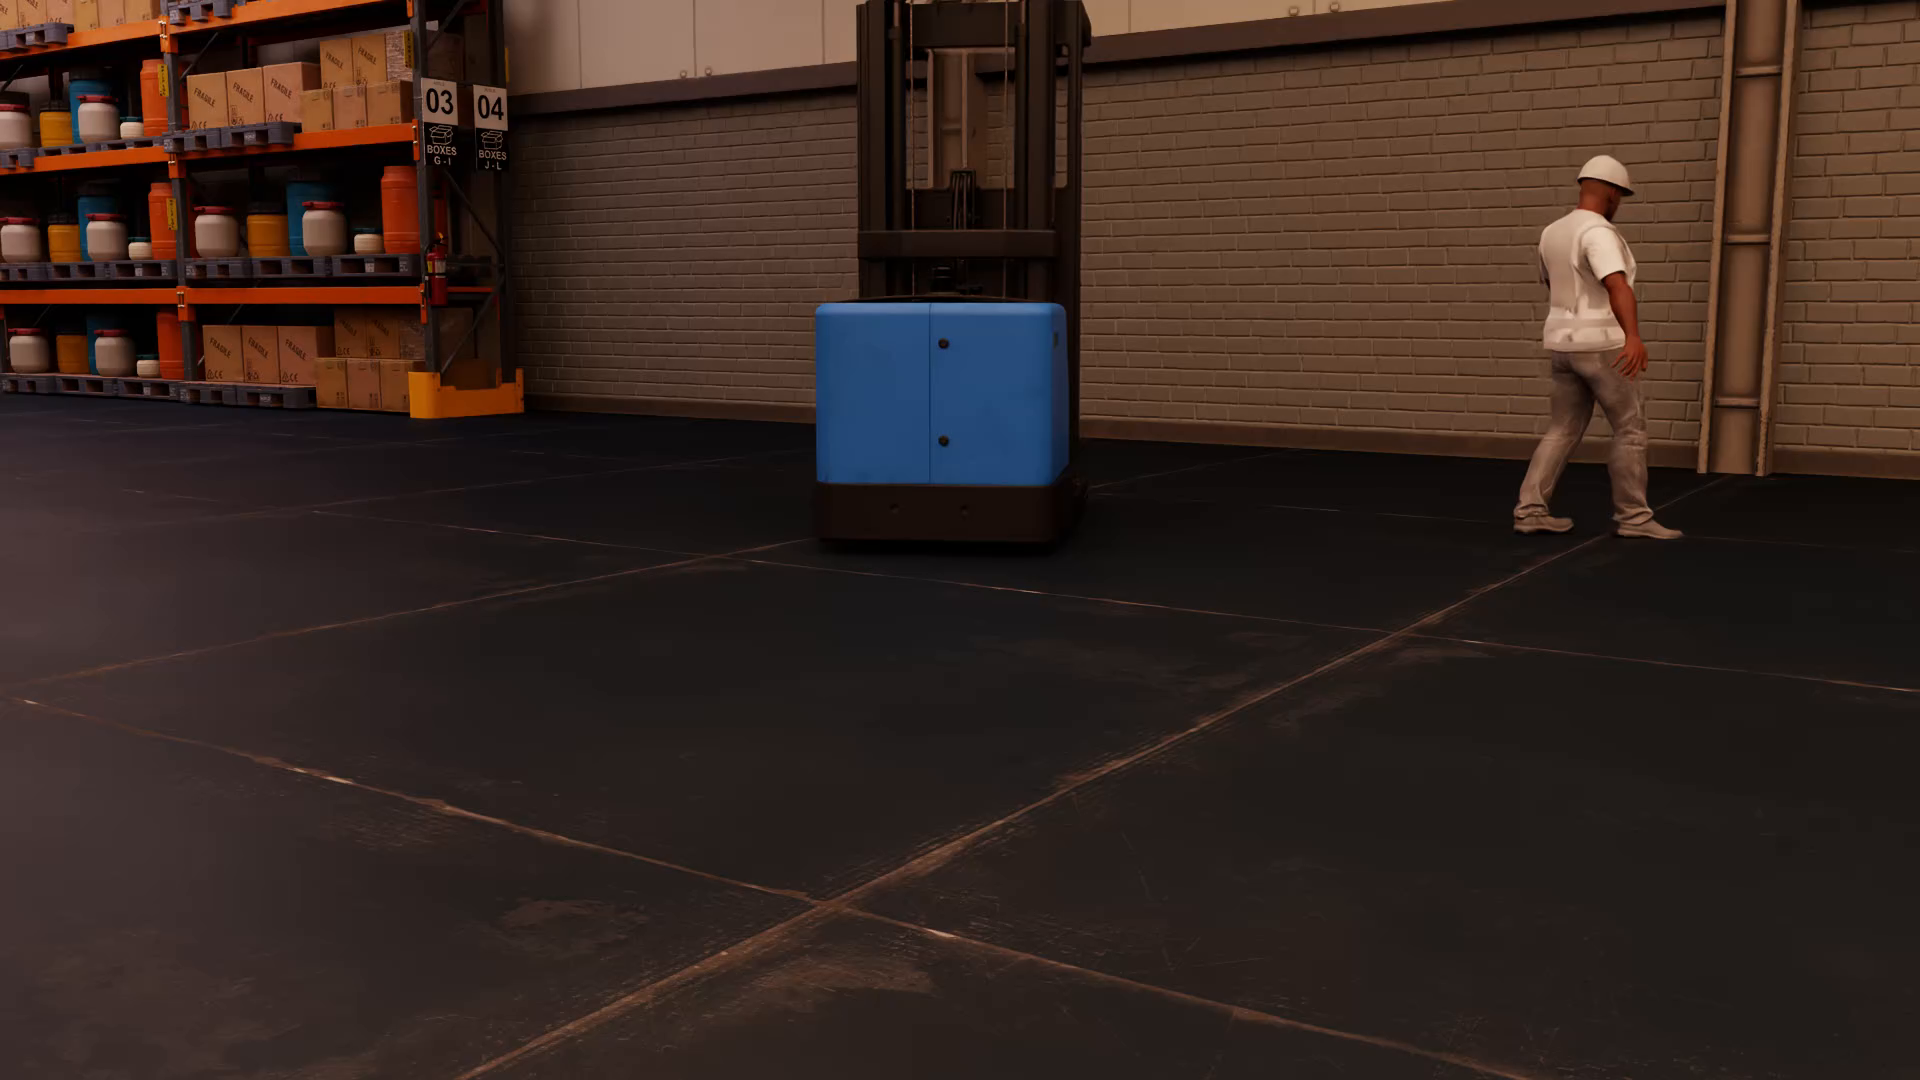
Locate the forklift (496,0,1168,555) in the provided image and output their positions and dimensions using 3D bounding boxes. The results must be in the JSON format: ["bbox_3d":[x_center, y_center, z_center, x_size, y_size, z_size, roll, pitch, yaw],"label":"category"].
[{"bbox_3d":[-0.596,-1.469,7.520,3.031,2.935,1.130,2,8,12],"label":"forklift"}]

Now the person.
[{"bbox_3d":[3.323,-0.898,7.682,0.461,1.759,0.628,-1,8,-5],"label":"person"}]
